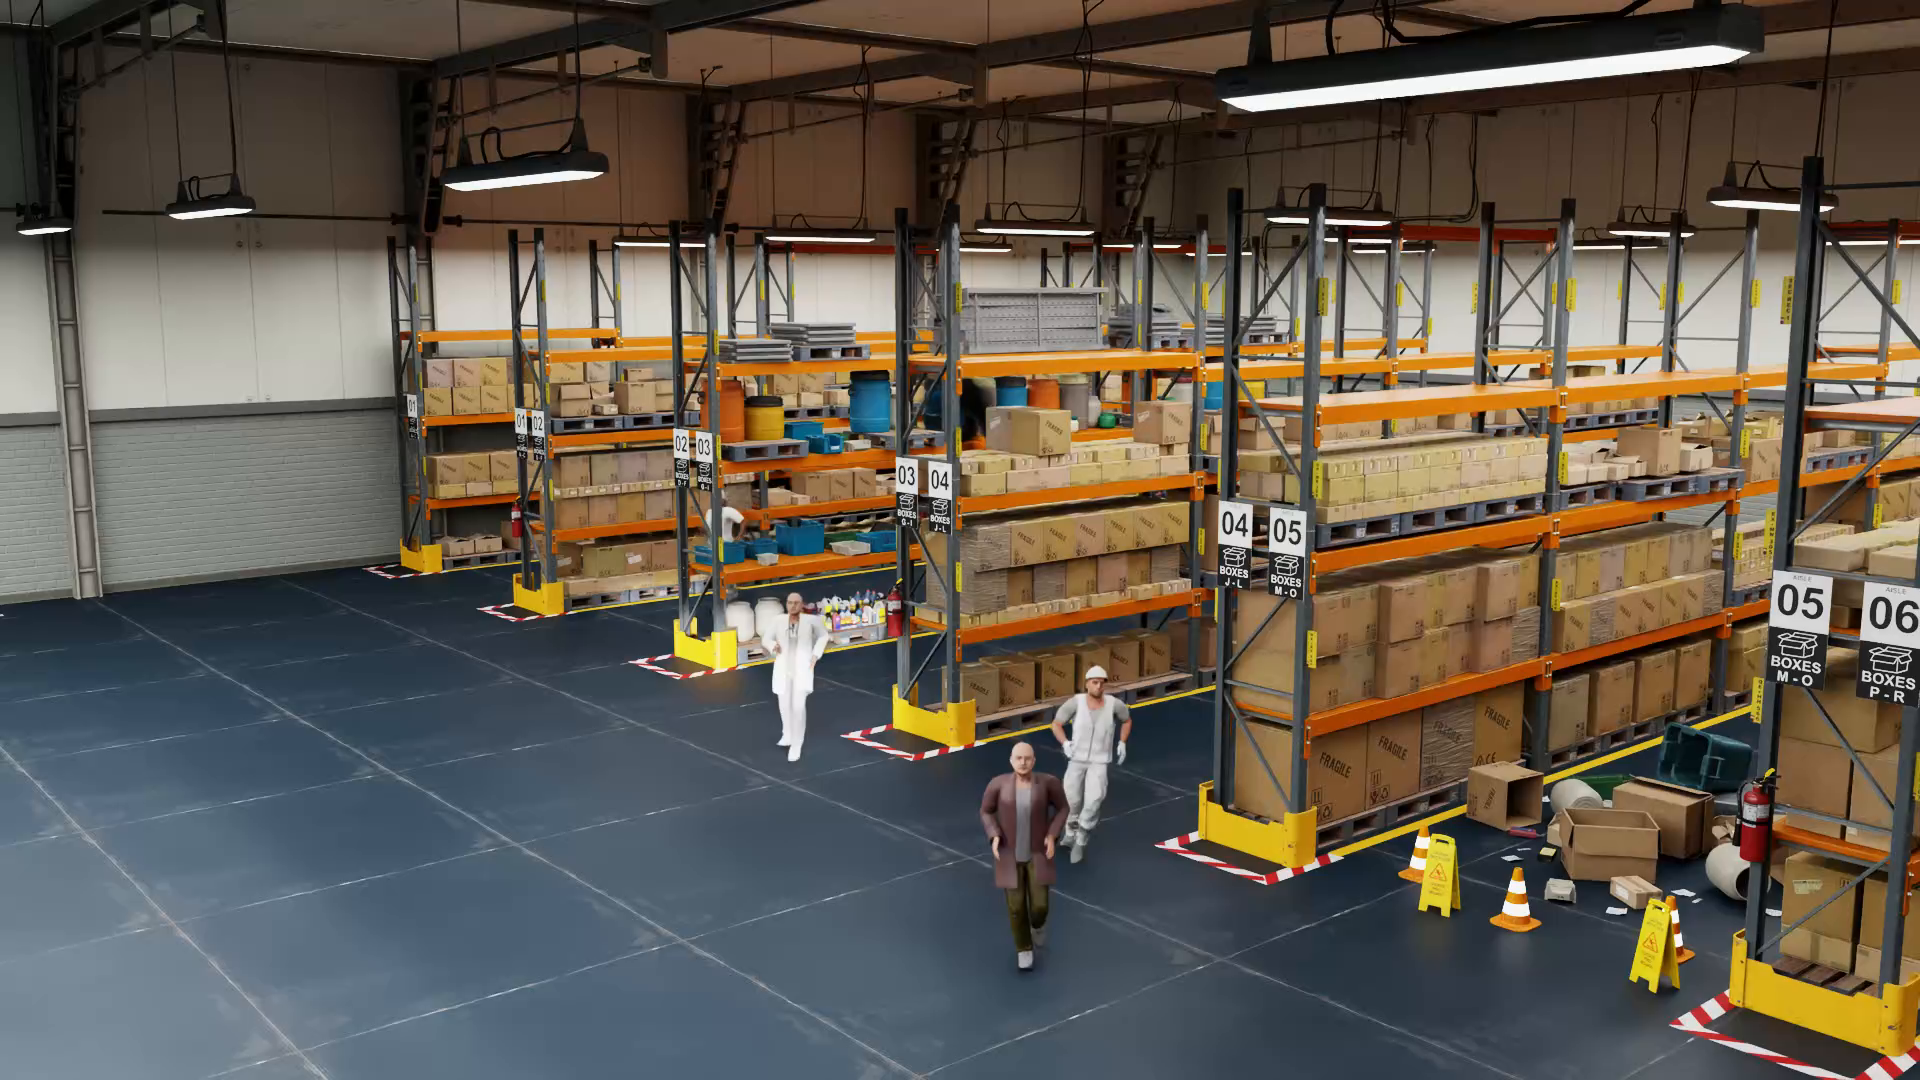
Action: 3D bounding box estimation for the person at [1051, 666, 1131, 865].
[{"bbox_3d":[1.173,2.006,15.005,0.705,1.786,0.674,1,9,10],"label":"person"}]

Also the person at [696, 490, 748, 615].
[{"bbox_3d":[-3.630,0.164,25.195,0.724,1.888,0.736,8,12,43],"label":"person"}]

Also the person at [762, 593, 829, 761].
[{"bbox_3d":[-1.834,1.492,18.363,0.706,1.851,0.762,1,9,8],"label":"person"}]

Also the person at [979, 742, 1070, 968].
[{"bbox_3d":[0.486,2.382,12.641,0.689,1.730,0.632,1,9,4],"label":"person"}]
